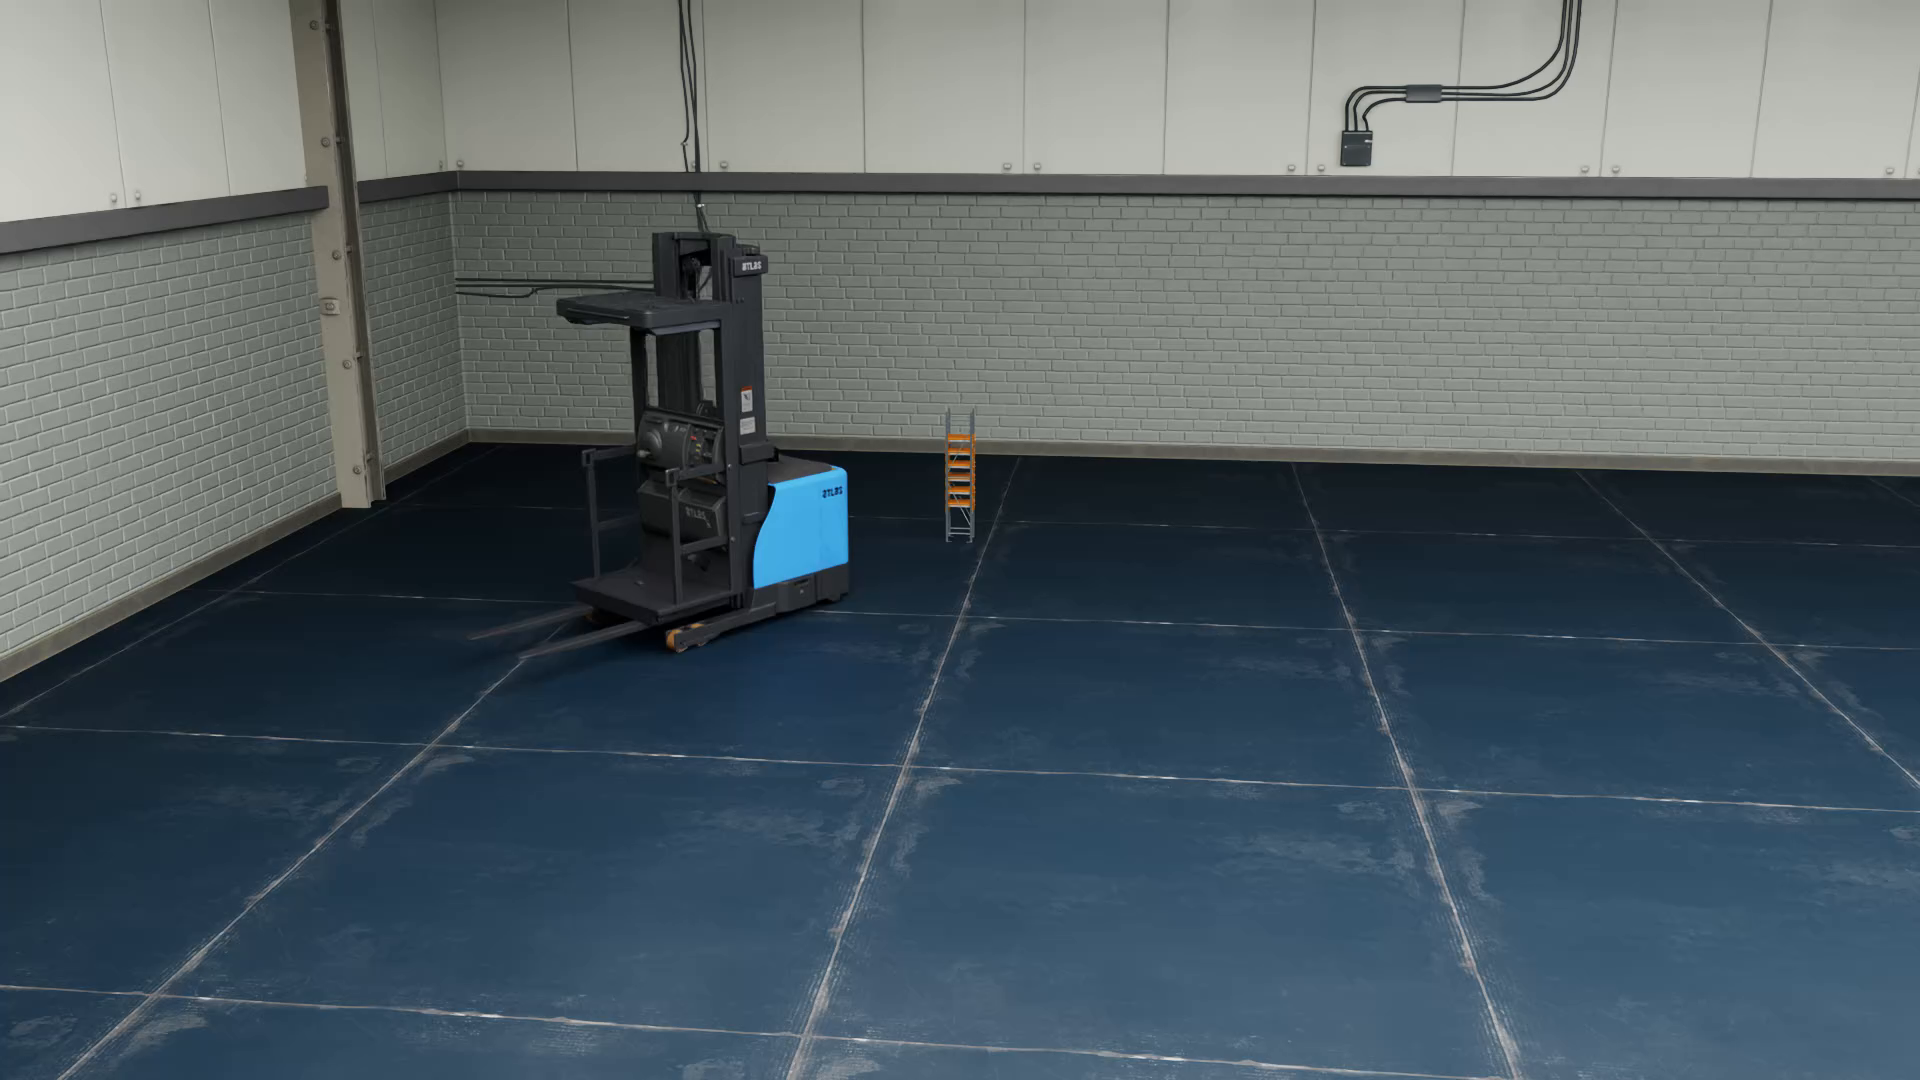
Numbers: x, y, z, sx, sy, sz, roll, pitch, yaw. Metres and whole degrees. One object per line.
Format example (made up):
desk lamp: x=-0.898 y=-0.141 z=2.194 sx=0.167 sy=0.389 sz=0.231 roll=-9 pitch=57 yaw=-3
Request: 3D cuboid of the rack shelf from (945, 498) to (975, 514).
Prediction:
rack shelf: x=0.002 y=-0.308 z=15.094 sx=0.258 sy=0.103 sz=0.180 roll=2 pitch=15 yaw=6

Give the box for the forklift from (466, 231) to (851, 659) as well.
forklift: x=-2.238 y=-0.745 z=12.301 sx=1.130 sy=2.935 sz=3.031 roll=13 pitch=20 yaw=40

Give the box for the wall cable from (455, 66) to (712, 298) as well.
wall cable: x=-4.289 y=-3.940 z=18.441 sx=3.097 sy=2.526 sz=0.112 roll=2 pitch=15 yaw=6

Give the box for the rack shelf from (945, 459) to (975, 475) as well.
rack shelf: x=0.002 y=-0.656 z=15.000 sx=0.258 sy=0.103 sz=0.180 roll=2 pitch=15 yaw=6

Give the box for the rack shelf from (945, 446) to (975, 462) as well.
rack shelf: x=0.002 y=-0.772 z=14.968 sx=0.258 sy=0.103 sz=0.180 roll=2 pitch=15 yaw=6

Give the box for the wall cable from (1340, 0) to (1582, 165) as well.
wall cable: x=5.142 y=-6.797 z=16.542 sx=2.305 sy=6.003 sz=0.169 roll=2 pitch=15 yaw=6

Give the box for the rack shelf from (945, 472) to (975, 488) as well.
rack shelf: x=0.002 y=-0.540 z=15.031 sx=0.258 sy=0.103 sz=0.180 roll=2 pitch=15 yaw=6

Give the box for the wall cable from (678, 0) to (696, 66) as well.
wall cable: x=-1.601 y=-6.298 z=17.487 sx=3.097 sy=2.526 sz=0.112 roll=2 pitch=15 yaw=6

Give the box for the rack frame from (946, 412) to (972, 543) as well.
rack frame: x=-0.009 y=-0.559 z=14.932 sx=0.240 sy=1.200 sz=0.006 roll=2 pitch=15 yaw=6

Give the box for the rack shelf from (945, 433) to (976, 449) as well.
rack shelf: x=0.002 y=-0.888 z=14.937 sx=0.258 sy=0.103 sz=0.180 roll=2 pitch=15 yaw=6

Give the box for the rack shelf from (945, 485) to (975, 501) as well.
rack shelf: x=0.002 y=-0.424 z=15.062 sx=0.258 sy=0.103 sz=0.180 roll=2 pitch=15 yaw=6

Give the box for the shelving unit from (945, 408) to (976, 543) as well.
shelving unit: x=0.002 y=-0.583 z=15.019 sx=0.258 sy=1.200 sz=0.189 roll=2 pitch=15 yaw=6

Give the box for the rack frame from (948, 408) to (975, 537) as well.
rack frame: x=0.012 y=-0.607 z=15.107 sx=0.240 sy=1.200 sz=0.006 roll=2 pitch=15 yaw=6

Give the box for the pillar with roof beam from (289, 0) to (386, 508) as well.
pillar with roof beam: x=-1.658 y=-4.587 z=14.885 sx=9.100 sy=9.000 sz=0.400 roll=2 pitch=15 yaw=6
